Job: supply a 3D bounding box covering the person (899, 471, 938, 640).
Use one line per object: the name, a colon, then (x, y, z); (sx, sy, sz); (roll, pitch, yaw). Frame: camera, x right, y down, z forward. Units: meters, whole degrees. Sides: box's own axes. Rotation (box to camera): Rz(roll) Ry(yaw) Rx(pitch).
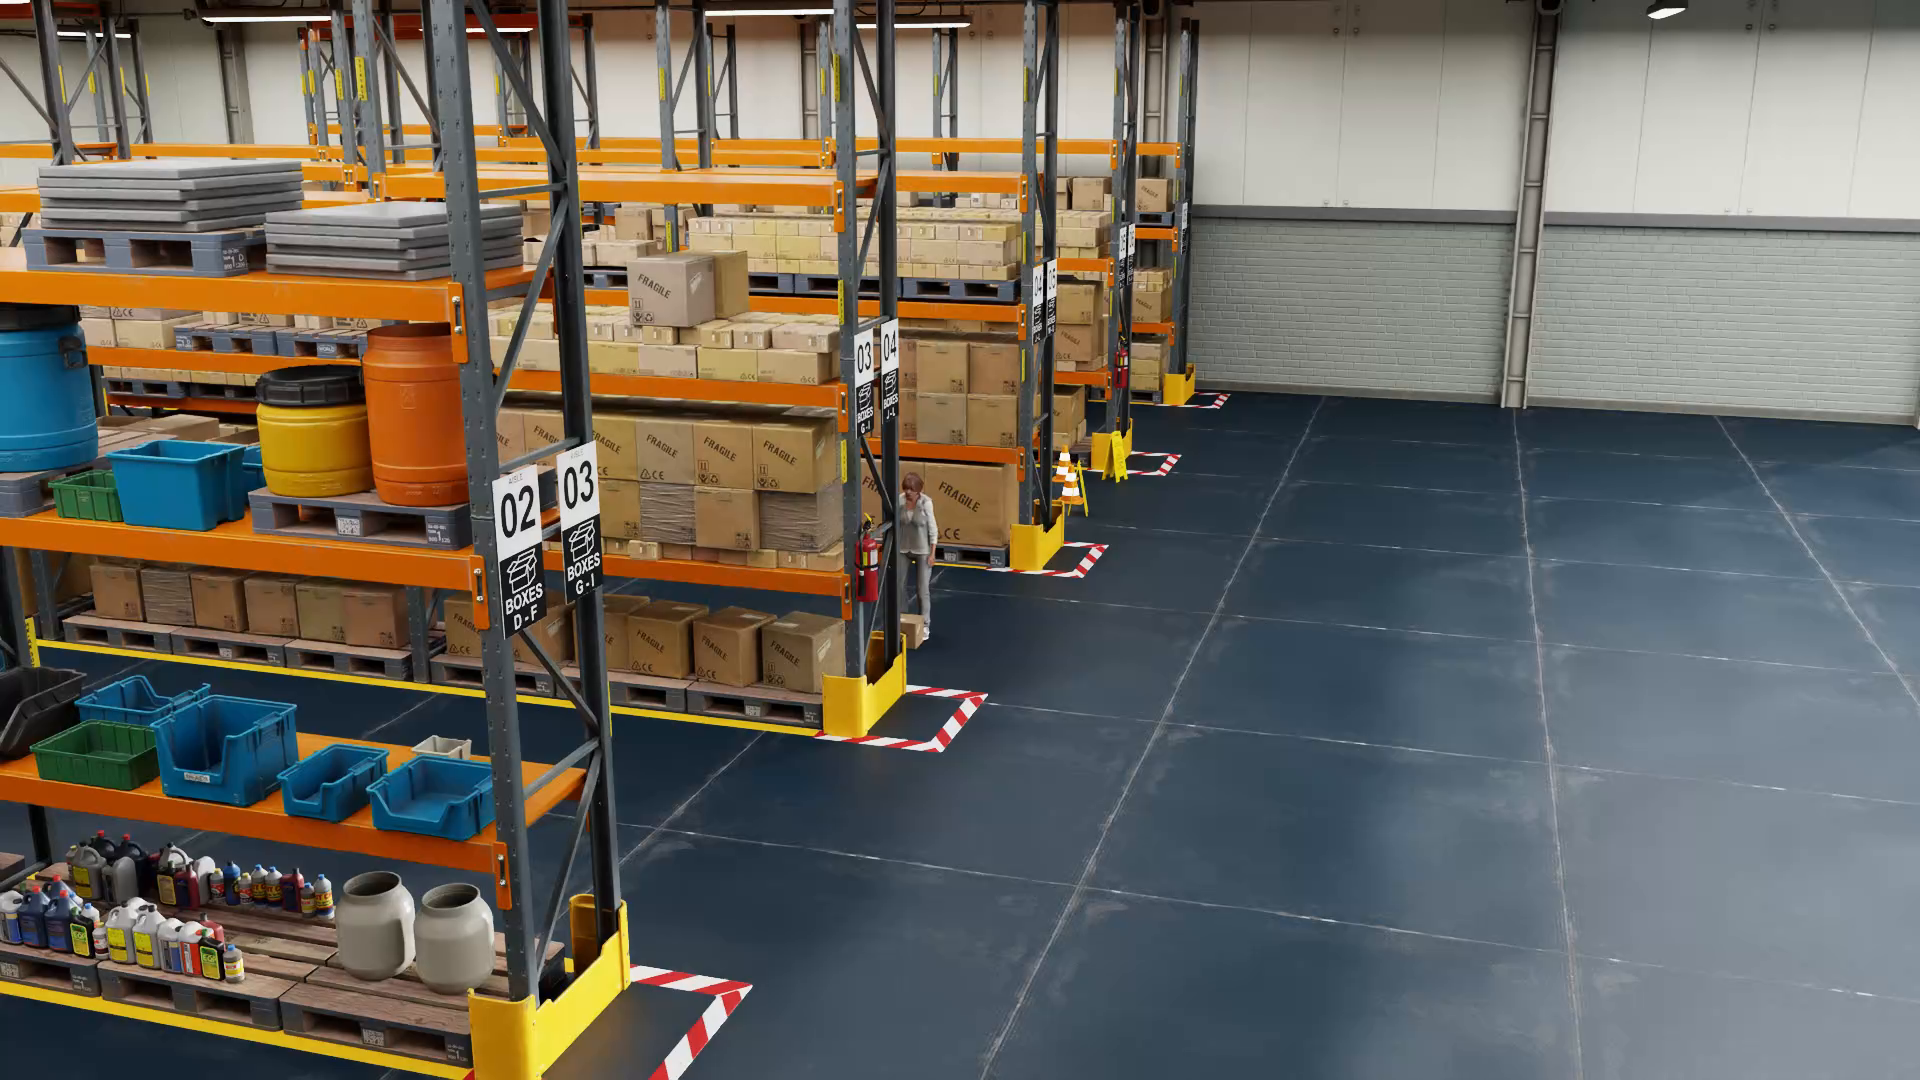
person: (-0.434, 0.134, 15.437); (0.461, 1.593, 0.343); (5, 16, 16)
